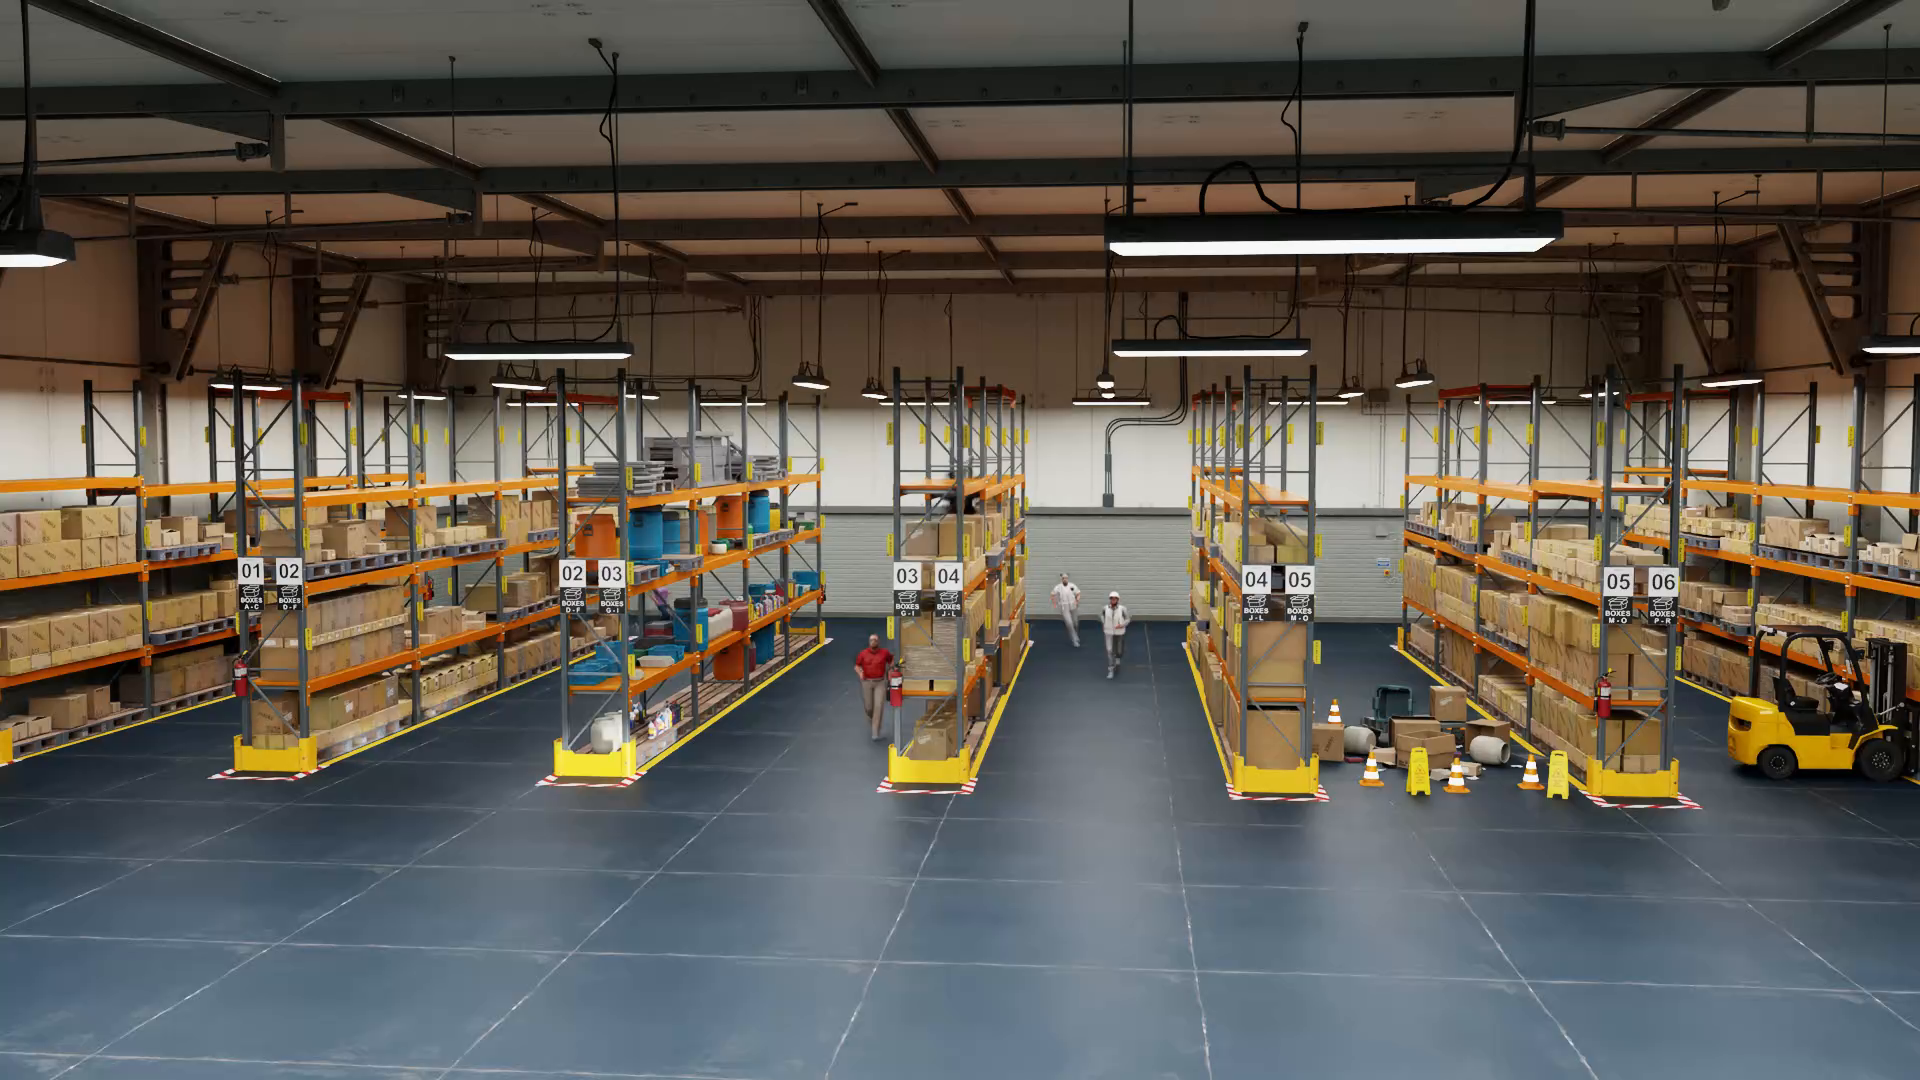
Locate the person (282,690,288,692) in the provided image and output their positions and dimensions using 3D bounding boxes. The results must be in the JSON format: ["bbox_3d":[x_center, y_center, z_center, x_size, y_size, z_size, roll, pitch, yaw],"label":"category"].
[{"bbox_3d":[-11.682,2.348,29.068,0.643,1.680,0.603,0,4,1],"label":"person"}]

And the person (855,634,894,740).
[{"bbox_3d":[-1.429,2.433,27.822,0.663,1.729,0.888,0,4,0],"label":"person"}]

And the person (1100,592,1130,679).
[{"bbox_3d":[3.255,1.967,34.852,0.627,1.777,1.126,0,4,5],"label":"person"}]

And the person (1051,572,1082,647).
[{"bbox_3d":[2.590,1.647,39.829,0.735,1.750,0.934,-1,4,-10],"label":"person"}]

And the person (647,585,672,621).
[{"bbox_3d":[-7.485,1.637,41.624,0.660,1.598,0.559,2,4,30],"label":"person"}]
